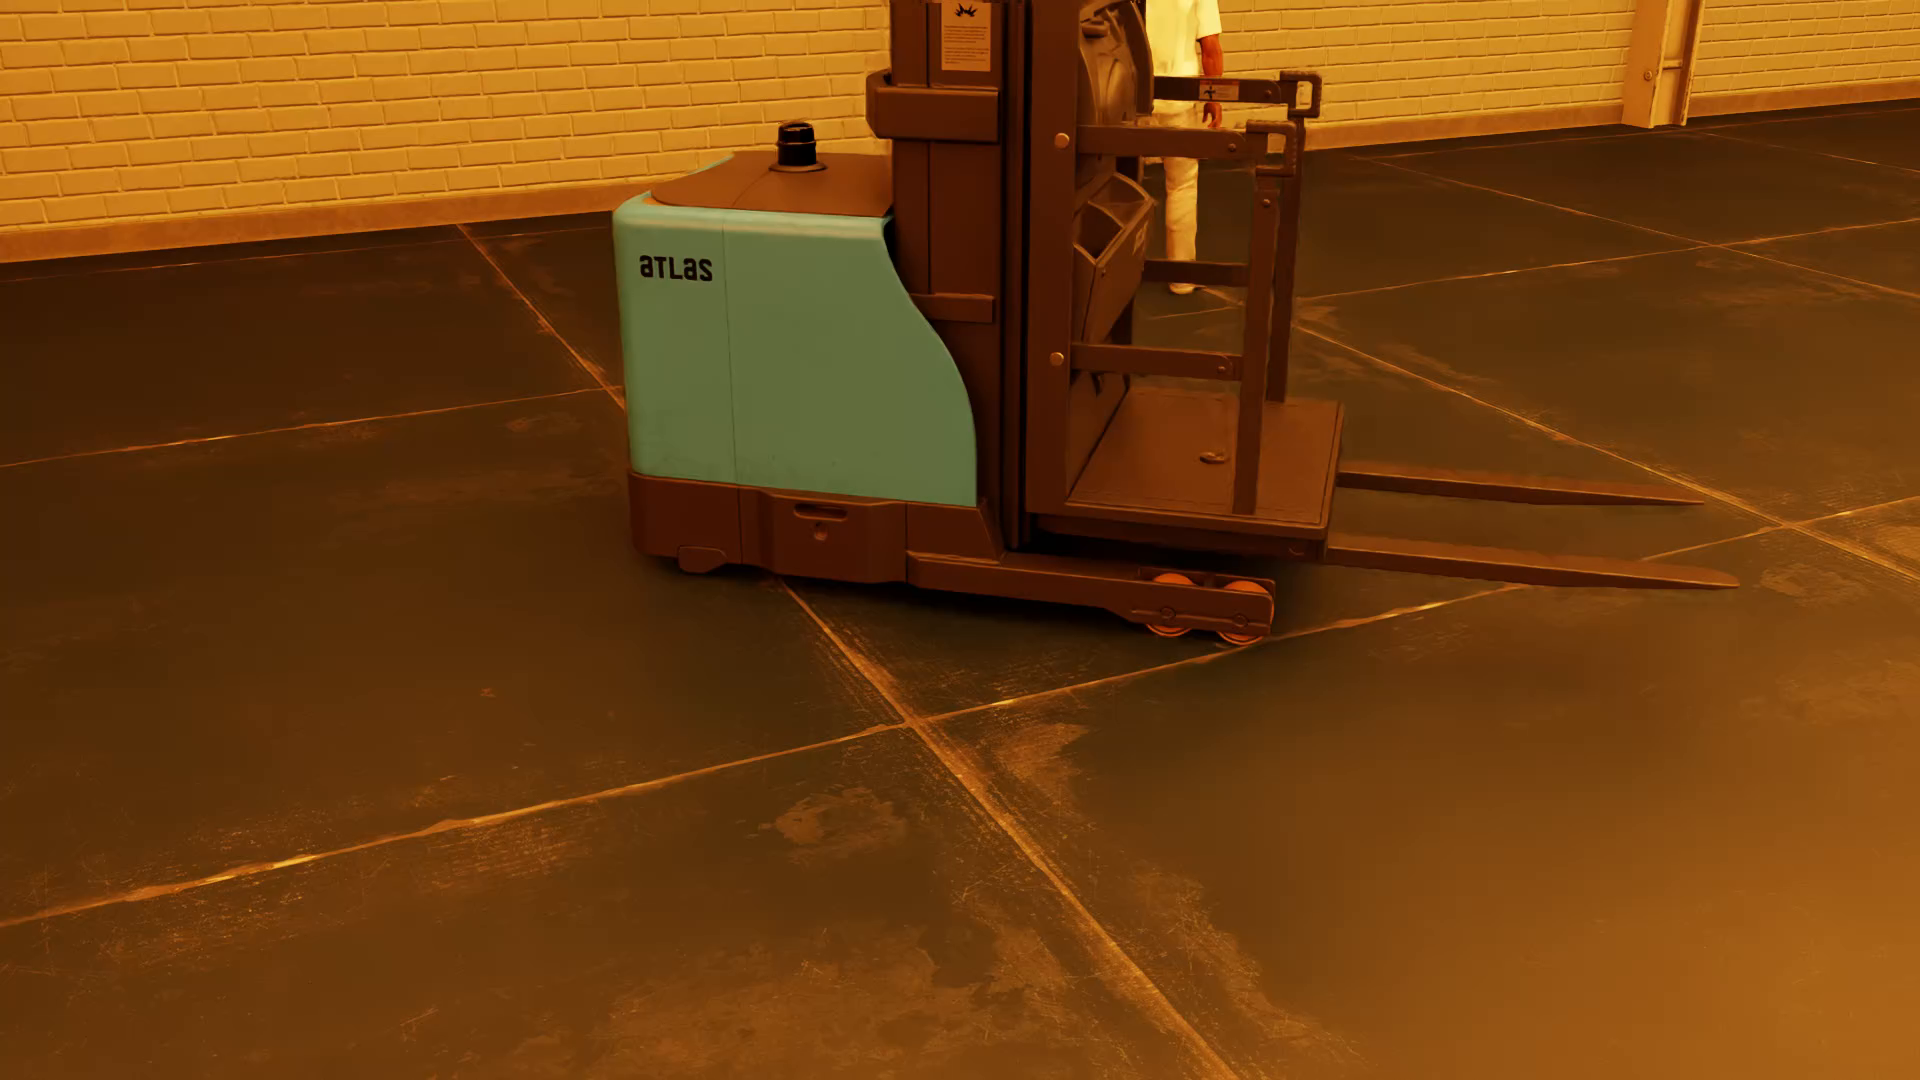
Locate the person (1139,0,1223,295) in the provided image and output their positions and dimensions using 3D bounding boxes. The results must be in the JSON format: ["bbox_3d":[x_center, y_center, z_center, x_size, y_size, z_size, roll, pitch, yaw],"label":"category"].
[{"bbox_3d":[0.904,-2.040,7.729,0.630,1.759,0.461,6,23,13],"label":"person"}]

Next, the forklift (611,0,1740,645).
[{"bbox_3d":[0.609,-1.300,4.416,3.031,2.935,1.130,6,23,13],"label":"forklift"}]
